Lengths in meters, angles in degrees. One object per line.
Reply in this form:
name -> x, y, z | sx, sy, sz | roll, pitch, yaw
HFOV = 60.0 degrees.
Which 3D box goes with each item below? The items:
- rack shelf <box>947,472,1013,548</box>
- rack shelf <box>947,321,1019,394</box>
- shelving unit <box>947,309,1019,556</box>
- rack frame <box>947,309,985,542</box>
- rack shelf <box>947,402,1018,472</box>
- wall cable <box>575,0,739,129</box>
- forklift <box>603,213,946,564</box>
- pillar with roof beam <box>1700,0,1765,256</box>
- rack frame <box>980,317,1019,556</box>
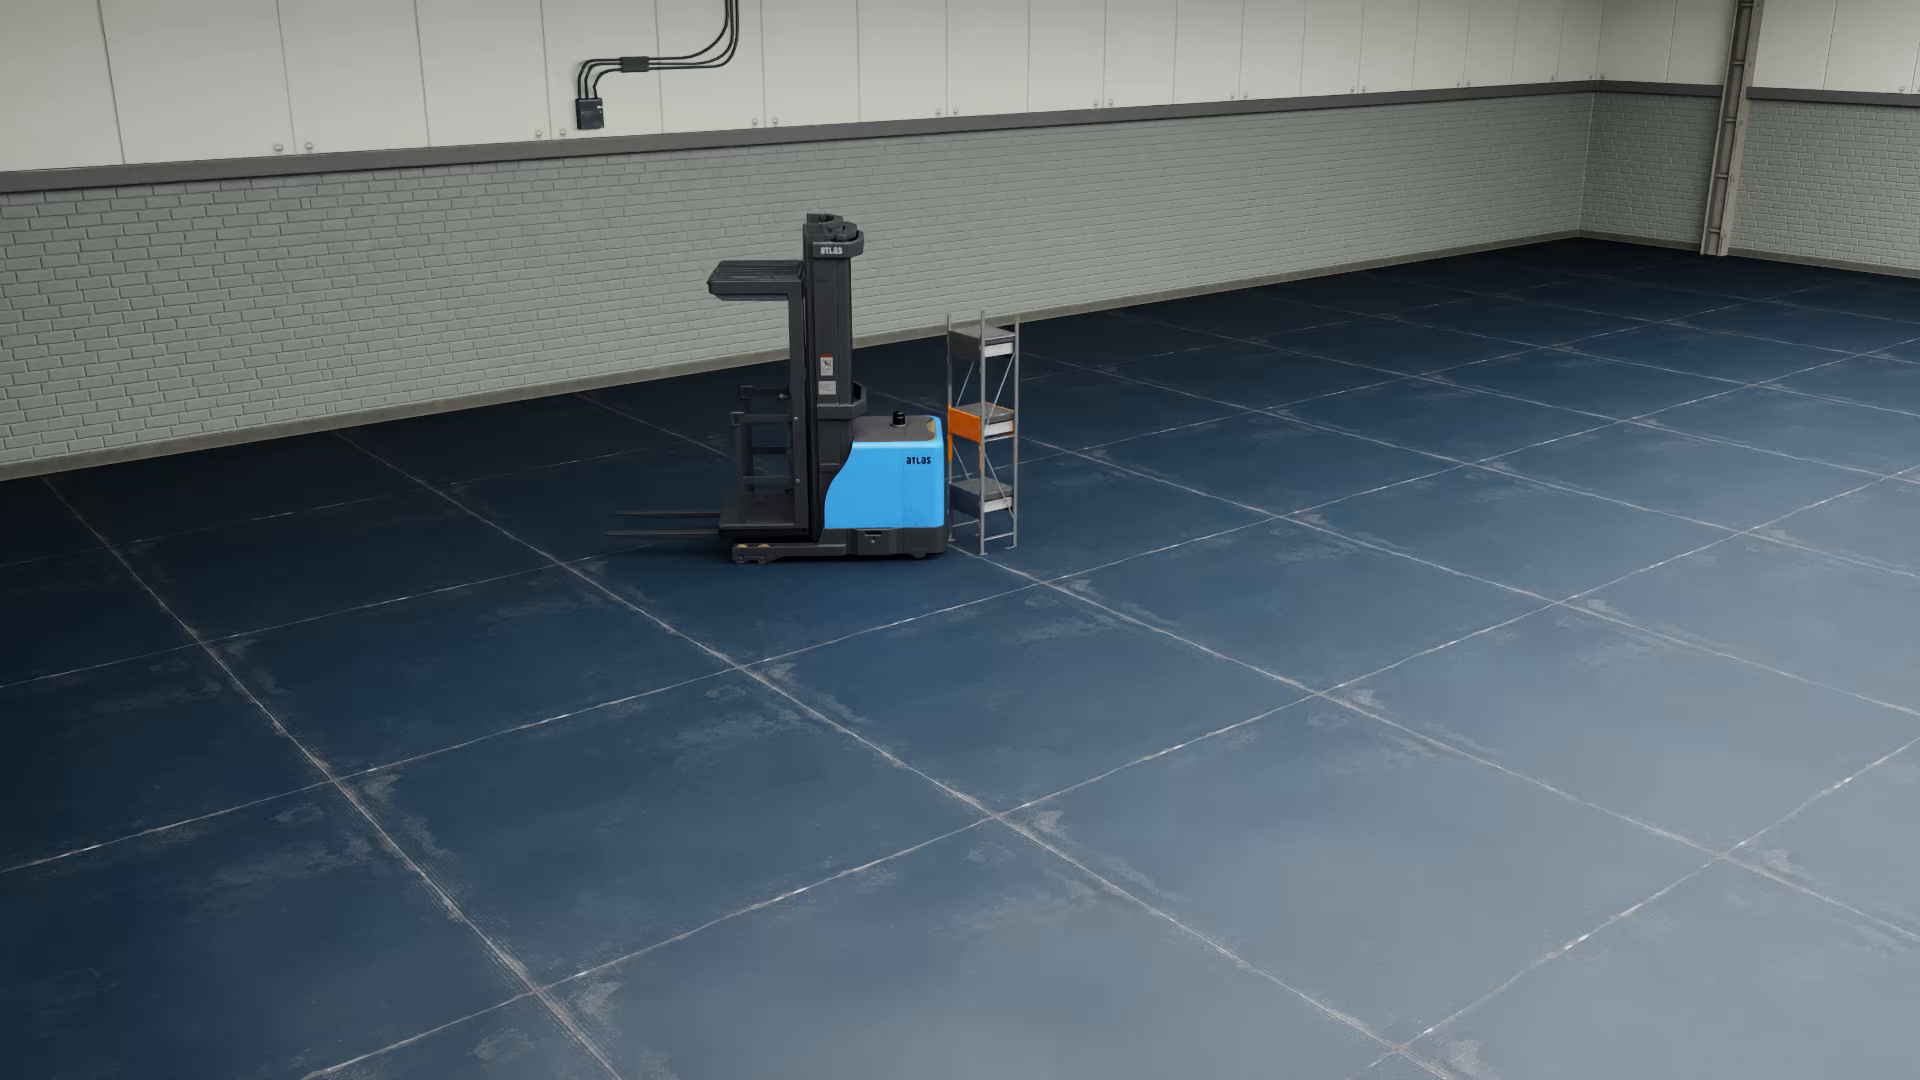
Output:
rack shelf -> 0.199, -0.276, 15.015 | 0.431, 0.518, 0.480 | -13, 22, -34
rack shelf -> 0.199, -1.605, 14.575 | 0.431, 0.518, 0.480 | -13, 22, -34
shelving unit -> 0.199, -0.954, 14.790 | 0.431, 2.100, 0.503 | -13, 22, -34
rack frame -> 0.055, -1.016, 14.977 | 0.400, 2.100, 0.015 | -13, 22, -34
rack shelf -> 0.199, -0.941, 14.795 | 0.431, 0.518, 0.480 | -13, 22, -34
wall cable -> -3.666, -8.015, 19.730 | 2.305, 6.003, 0.169 | -14, 23, -36
forklift -> -1.660, -1.353, 14.674 | 3.031, 2.935, 1.130 | -1, 18, -2
pillar with roof beam -> 10.992, -8.875, 27.738 | 9.100, 9.000, 0.400 | -14, 23, -36
rack frame -> 0.344, -0.892, 14.603 | 0.400, 2.100, 0.015 | -13, 22, -34
